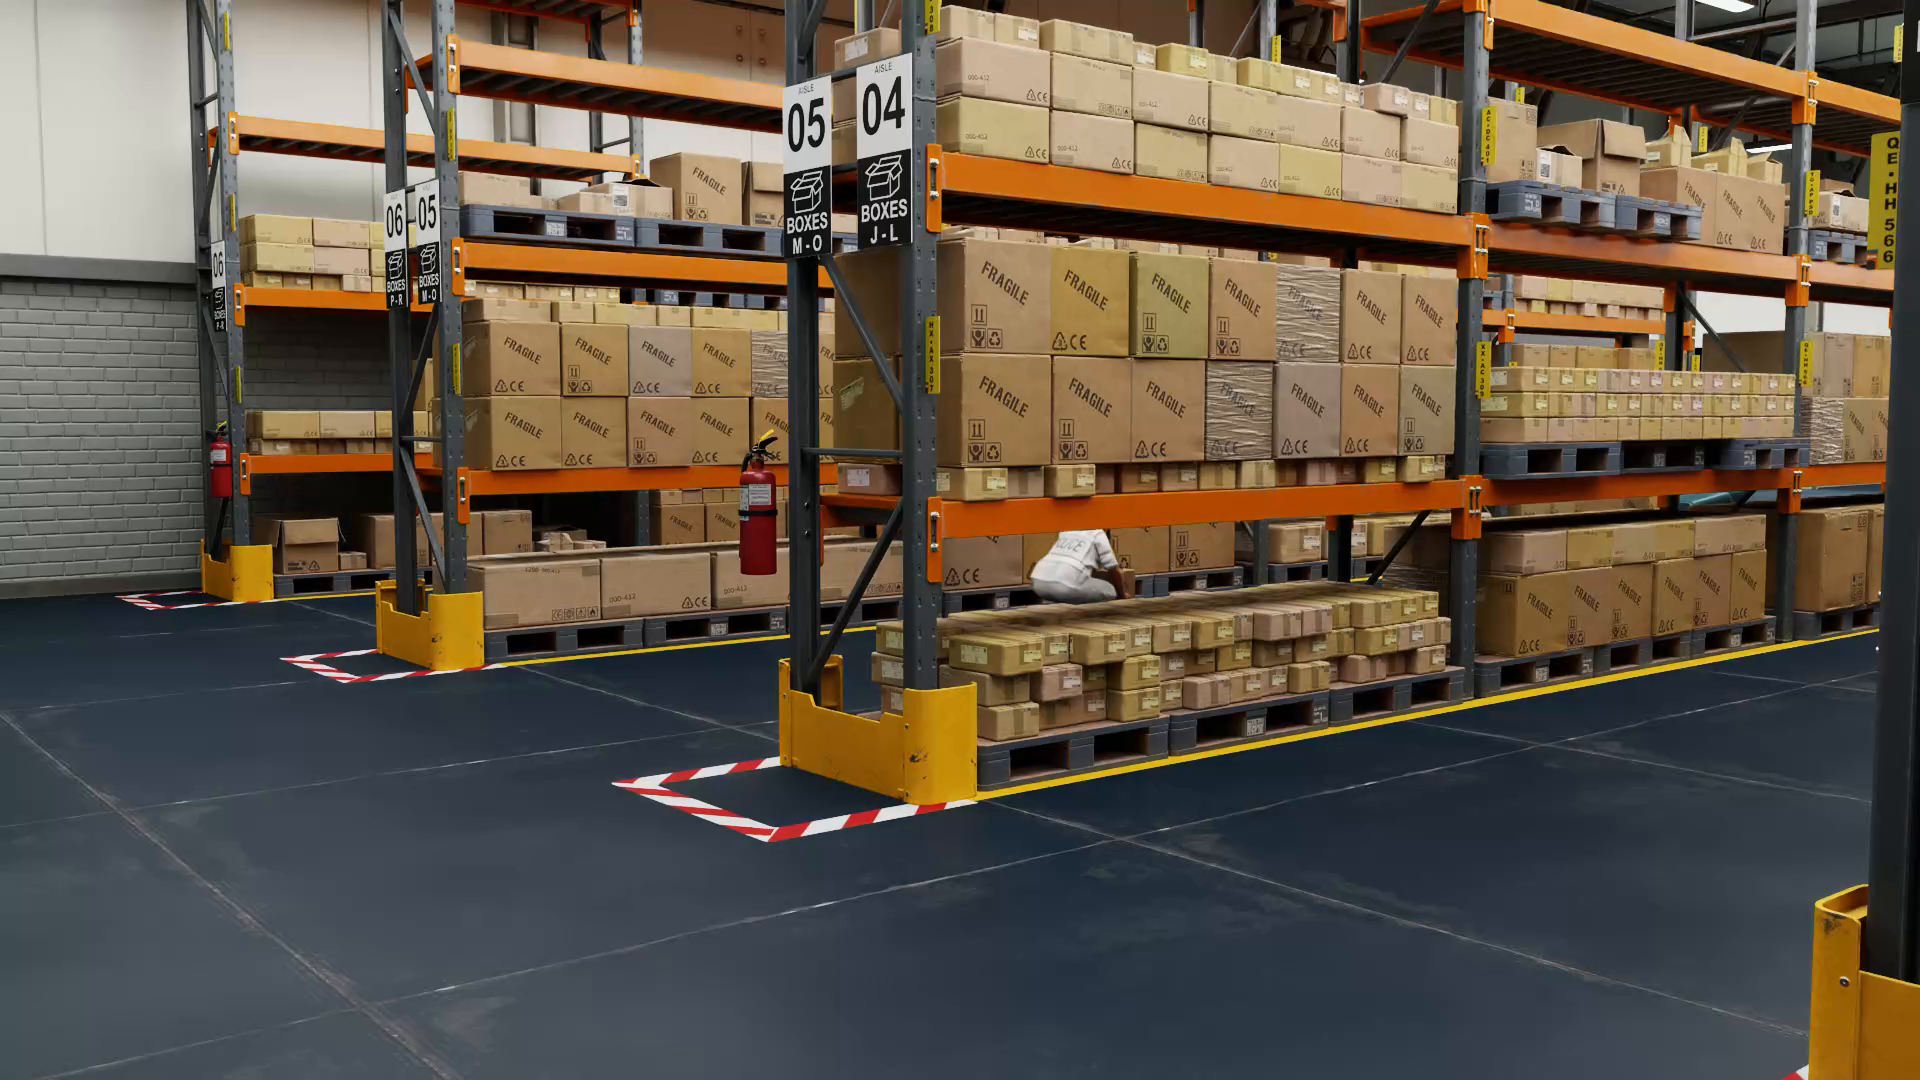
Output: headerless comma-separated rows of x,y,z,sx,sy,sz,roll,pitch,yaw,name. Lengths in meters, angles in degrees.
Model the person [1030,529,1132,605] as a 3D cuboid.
0.938,0.241,12.944,0.847,0.938,0.530,-4,6,-39,person
